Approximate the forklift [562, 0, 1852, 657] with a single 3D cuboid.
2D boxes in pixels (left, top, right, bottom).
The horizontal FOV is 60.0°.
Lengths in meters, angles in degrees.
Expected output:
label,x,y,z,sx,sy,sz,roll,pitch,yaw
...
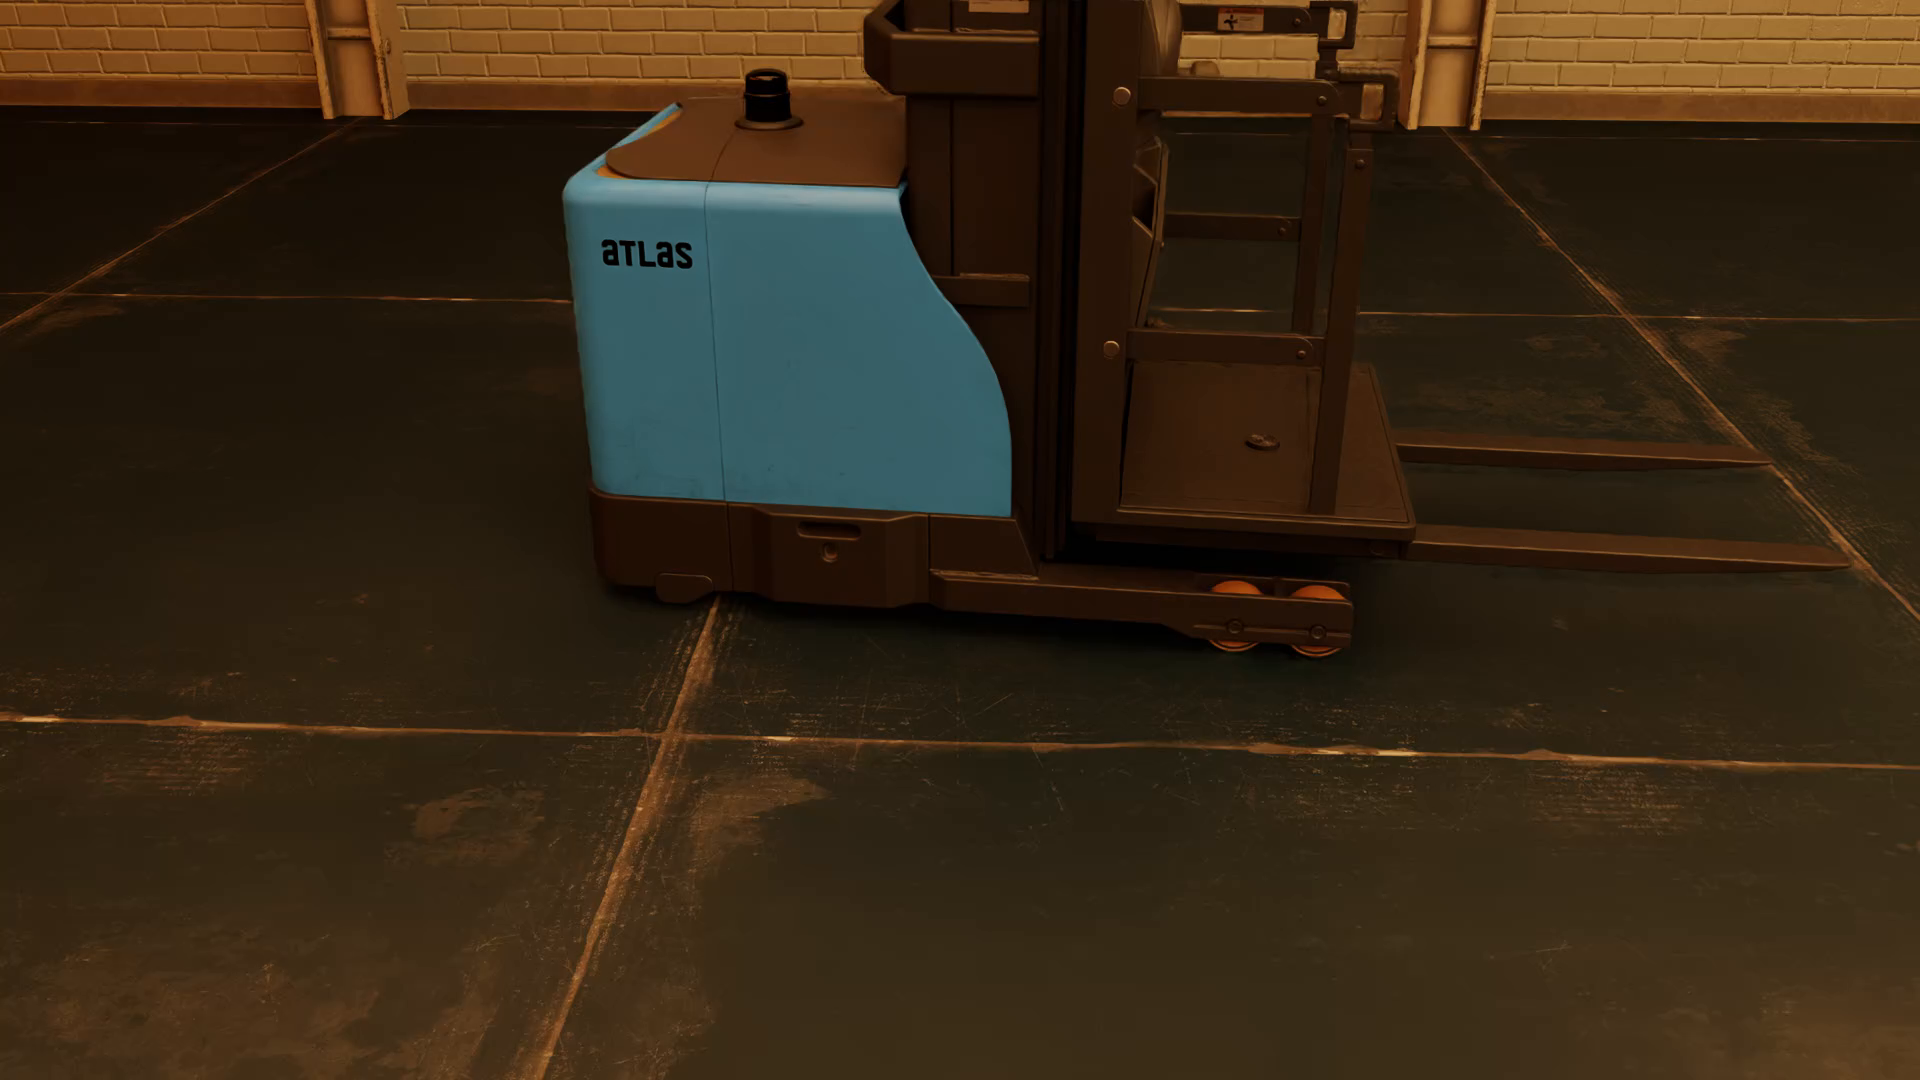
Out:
label,x,y,z,sx,sy,sz,roll,pitch,yaw
forklift,0.634,-1.287,3.817,3.031,2.935,1.130,3,26,7
